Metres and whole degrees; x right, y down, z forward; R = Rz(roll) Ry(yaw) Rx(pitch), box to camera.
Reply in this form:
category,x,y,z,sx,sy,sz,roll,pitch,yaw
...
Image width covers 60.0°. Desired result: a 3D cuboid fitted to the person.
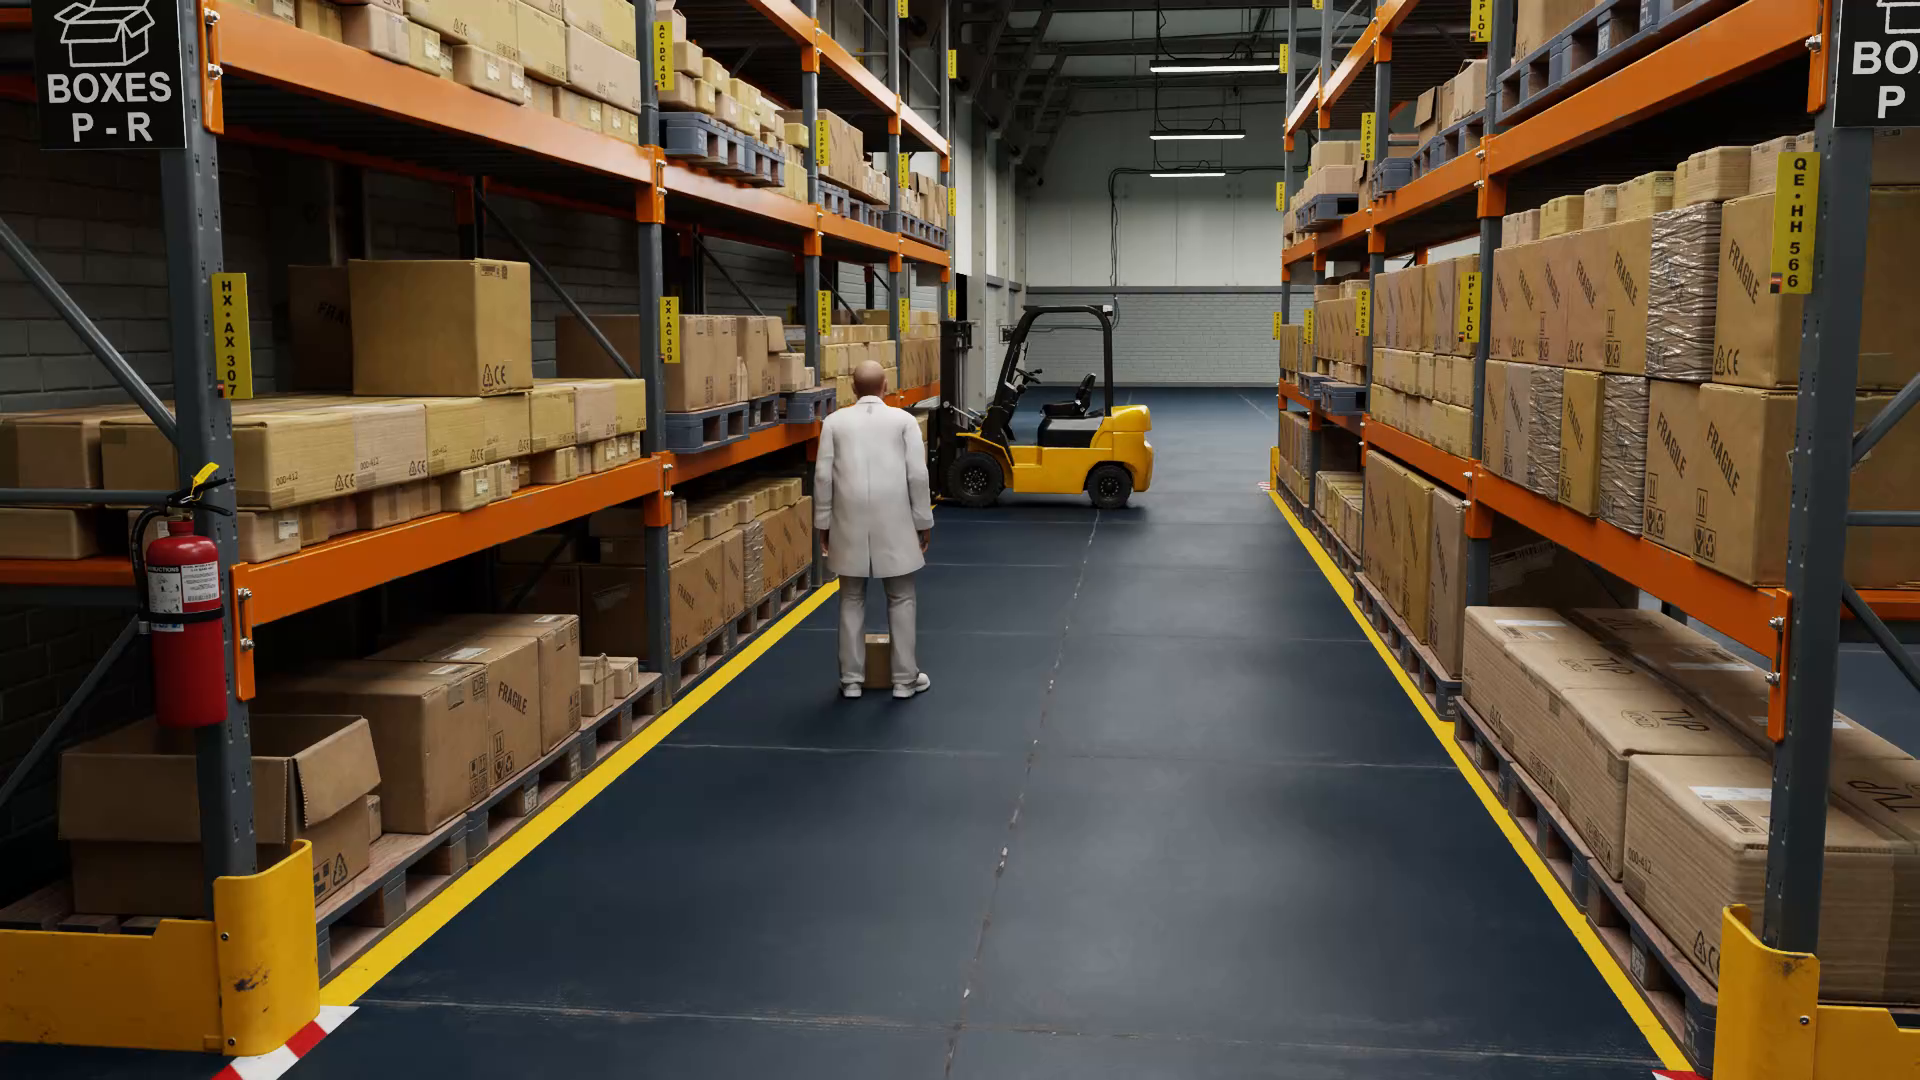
category,x,y,z,sx,sy,sz,roll,pitch,yaw
person,-0.456,-0.059,8.798,0.640,1.773,0.427,1,7,4
